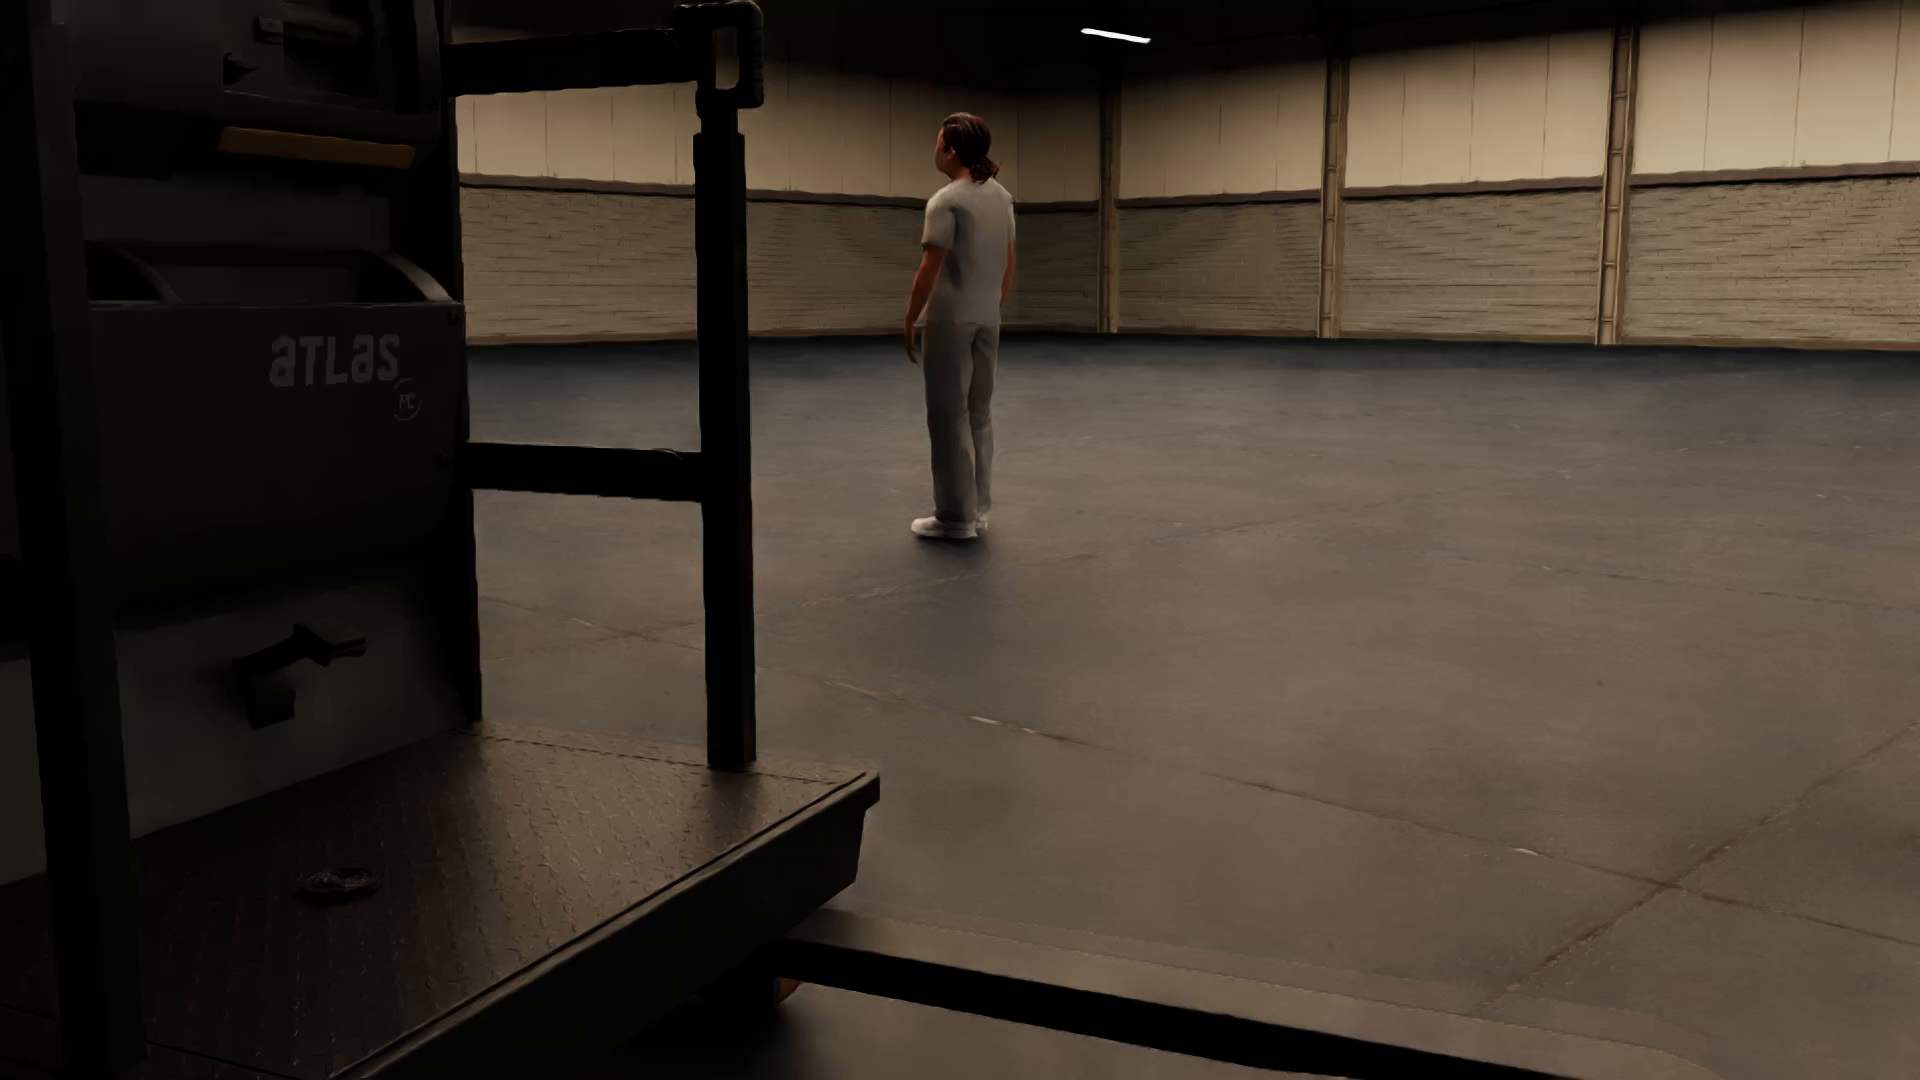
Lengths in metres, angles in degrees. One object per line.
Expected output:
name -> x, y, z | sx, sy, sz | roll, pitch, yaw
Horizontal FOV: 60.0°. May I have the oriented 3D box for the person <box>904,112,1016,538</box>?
person -> -0.044, -0.844, 6.652 | 0.548, 1.673, 0.550 | 8, 12, 43
